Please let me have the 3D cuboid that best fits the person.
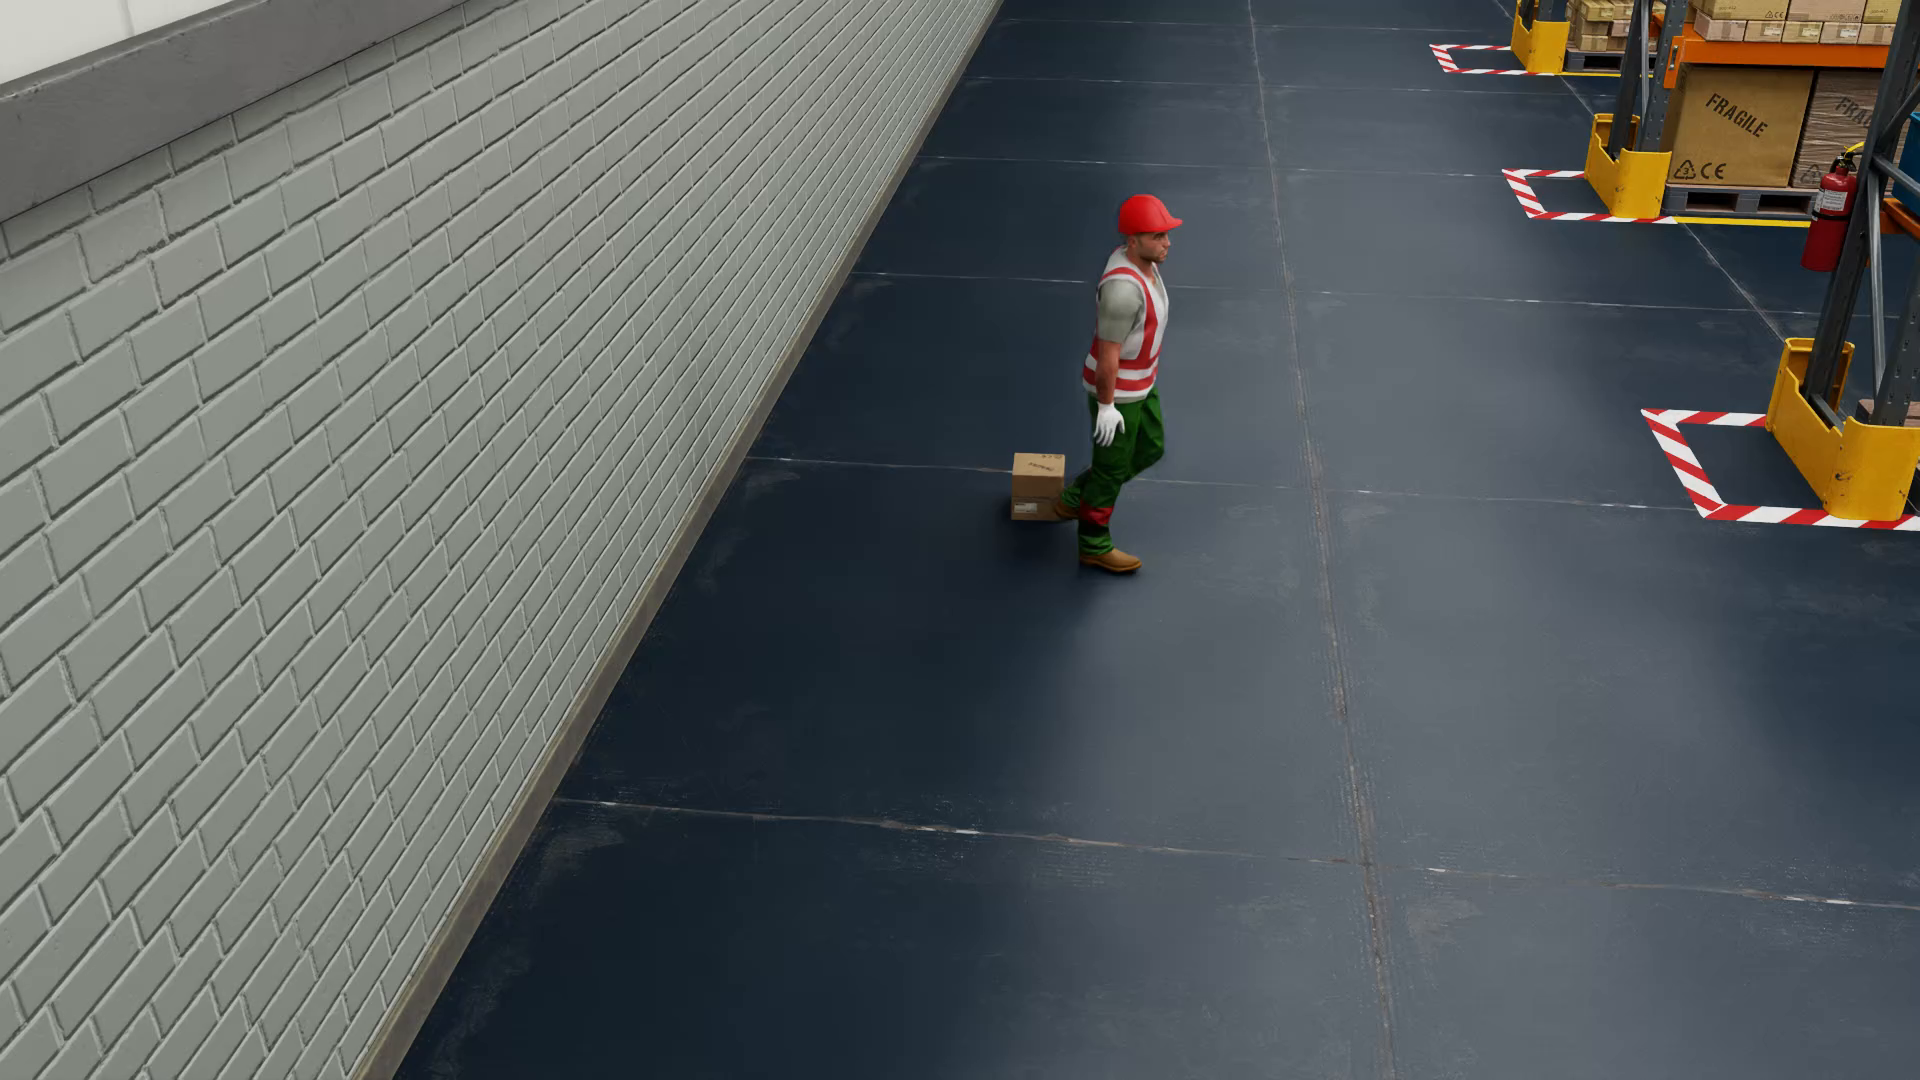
[{"bbox_3d":[0.675,-0.677,7.352,0.548,1.782,0.588,8,29,15],"label":"person"}]
